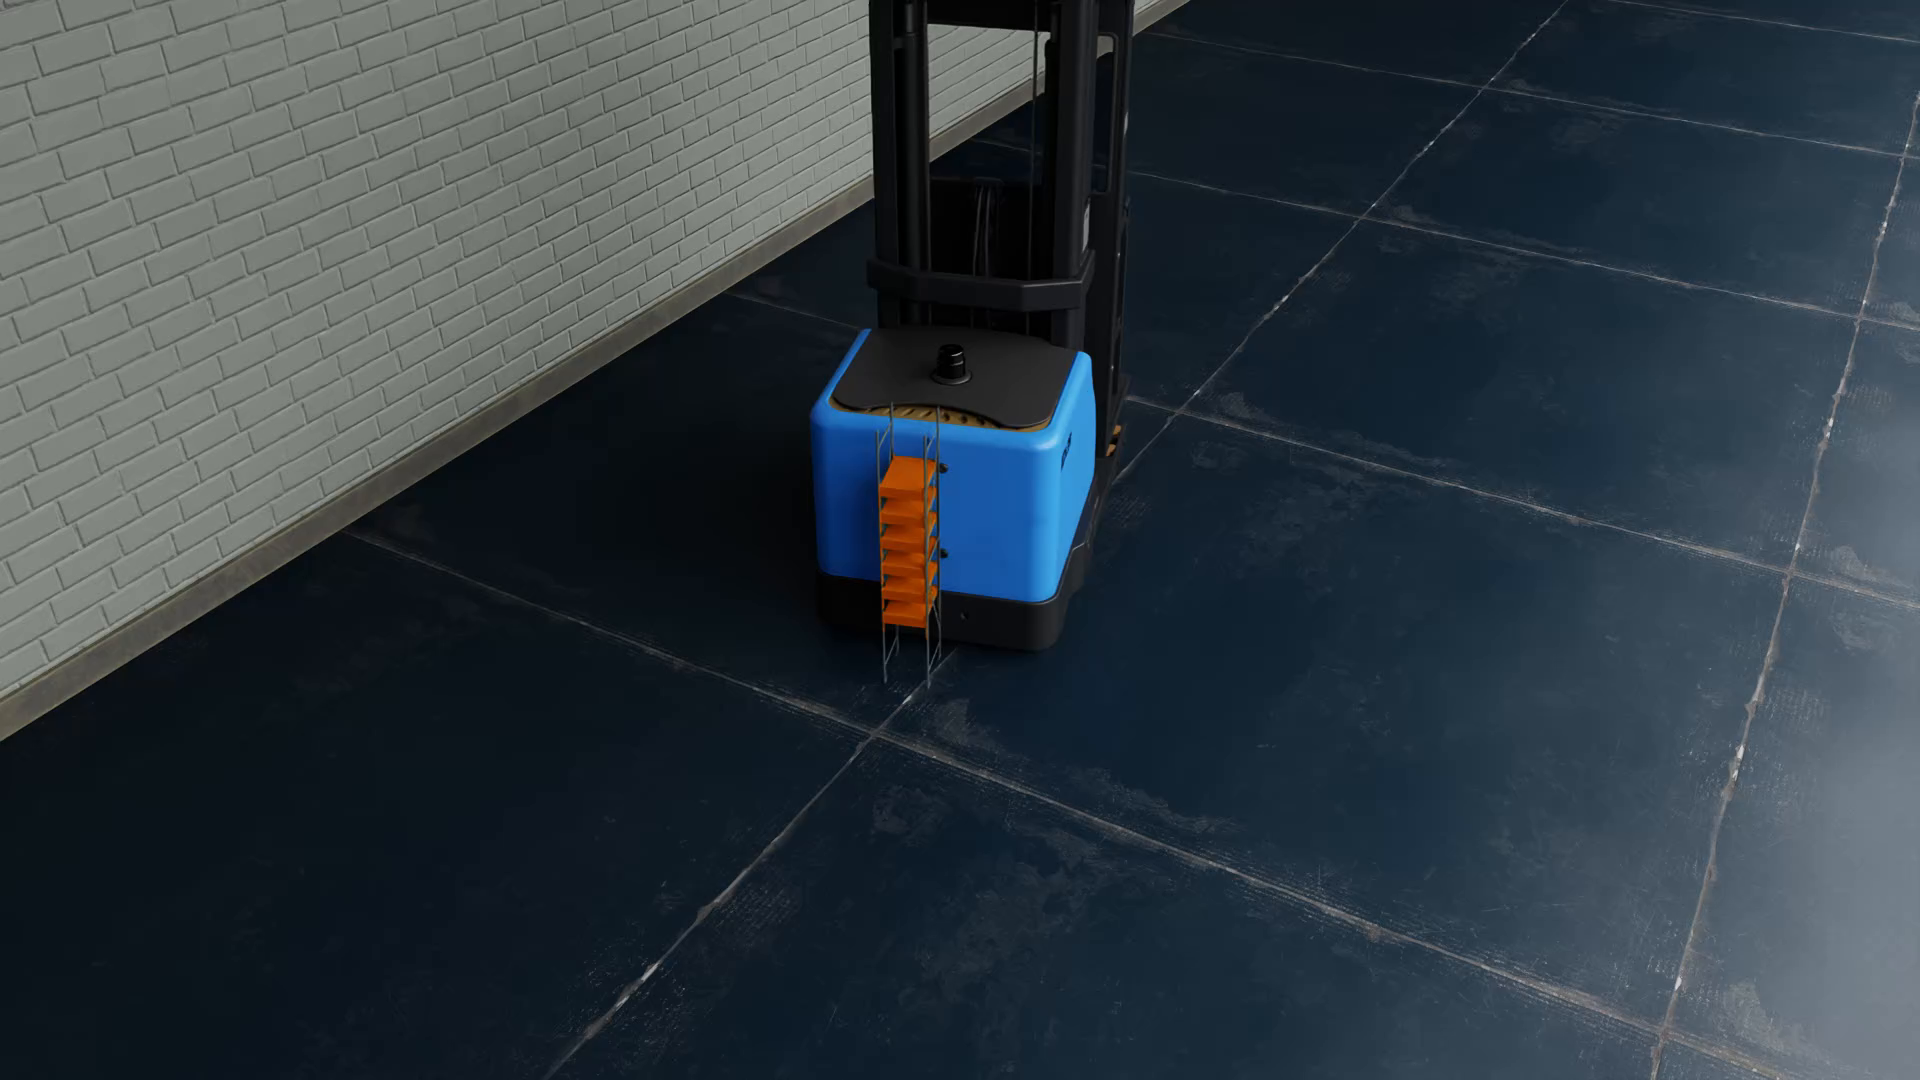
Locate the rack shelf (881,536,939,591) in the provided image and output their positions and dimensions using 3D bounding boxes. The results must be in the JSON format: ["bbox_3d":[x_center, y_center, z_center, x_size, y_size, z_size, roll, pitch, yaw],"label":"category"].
[{"bbox_3d":[-0.197,0.079,6.629,0.180,0.103,0.258,7,34,10],"label":"rack shelf"}]

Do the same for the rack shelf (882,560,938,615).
[{"bbox_3d":[-0.197,0.179,6.696,0.180,0.103,0.258,7,34,10],"label":"rack shelf"}]

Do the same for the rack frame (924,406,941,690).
[{"bbox_3d":[-0.108,0.052,6.589,0.006,1.200,0.240,7,34,10],"label":"rack frame"}]

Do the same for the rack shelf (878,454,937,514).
[{"bbox_3d":[-0.197,-0.221,6.430,0.180,0.103,0.258,7,34,10],"label":"rack shelf"}]

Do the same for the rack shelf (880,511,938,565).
[{"bbox_3d":[-0.197,-0.021,6.563,0.180,0.103,0.258,7,34,10],"label":"rack shelf"}]

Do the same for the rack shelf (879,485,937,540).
[{"bbox_3d":[-0.197,-0.121,6.496,0.180,0.103,0.258,7,34,10],"label":"rack shelf"}]

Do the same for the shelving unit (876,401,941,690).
[{"bbox_3d":[-0.197,0.042,6.605,0.189,1.200,0.258,7,34,10],"label":"shelving unit"}]

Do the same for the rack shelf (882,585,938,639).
[{"bbox_3d":[-0.197,0.279,6.762,0.180,0.103,0.258,7,34,10],"label":"rack shelf"}]

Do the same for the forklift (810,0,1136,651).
[{"bbox_3d":[0.221,-1.569,7.461,1.130,2.935,3.031,7,34,11],"label":"forklift"}]

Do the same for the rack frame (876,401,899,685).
[{"bbox_3d":[-0.287,0.031,6.620,0.006,1.200,0.240,7,34,10],"label":"rack frame"}]
